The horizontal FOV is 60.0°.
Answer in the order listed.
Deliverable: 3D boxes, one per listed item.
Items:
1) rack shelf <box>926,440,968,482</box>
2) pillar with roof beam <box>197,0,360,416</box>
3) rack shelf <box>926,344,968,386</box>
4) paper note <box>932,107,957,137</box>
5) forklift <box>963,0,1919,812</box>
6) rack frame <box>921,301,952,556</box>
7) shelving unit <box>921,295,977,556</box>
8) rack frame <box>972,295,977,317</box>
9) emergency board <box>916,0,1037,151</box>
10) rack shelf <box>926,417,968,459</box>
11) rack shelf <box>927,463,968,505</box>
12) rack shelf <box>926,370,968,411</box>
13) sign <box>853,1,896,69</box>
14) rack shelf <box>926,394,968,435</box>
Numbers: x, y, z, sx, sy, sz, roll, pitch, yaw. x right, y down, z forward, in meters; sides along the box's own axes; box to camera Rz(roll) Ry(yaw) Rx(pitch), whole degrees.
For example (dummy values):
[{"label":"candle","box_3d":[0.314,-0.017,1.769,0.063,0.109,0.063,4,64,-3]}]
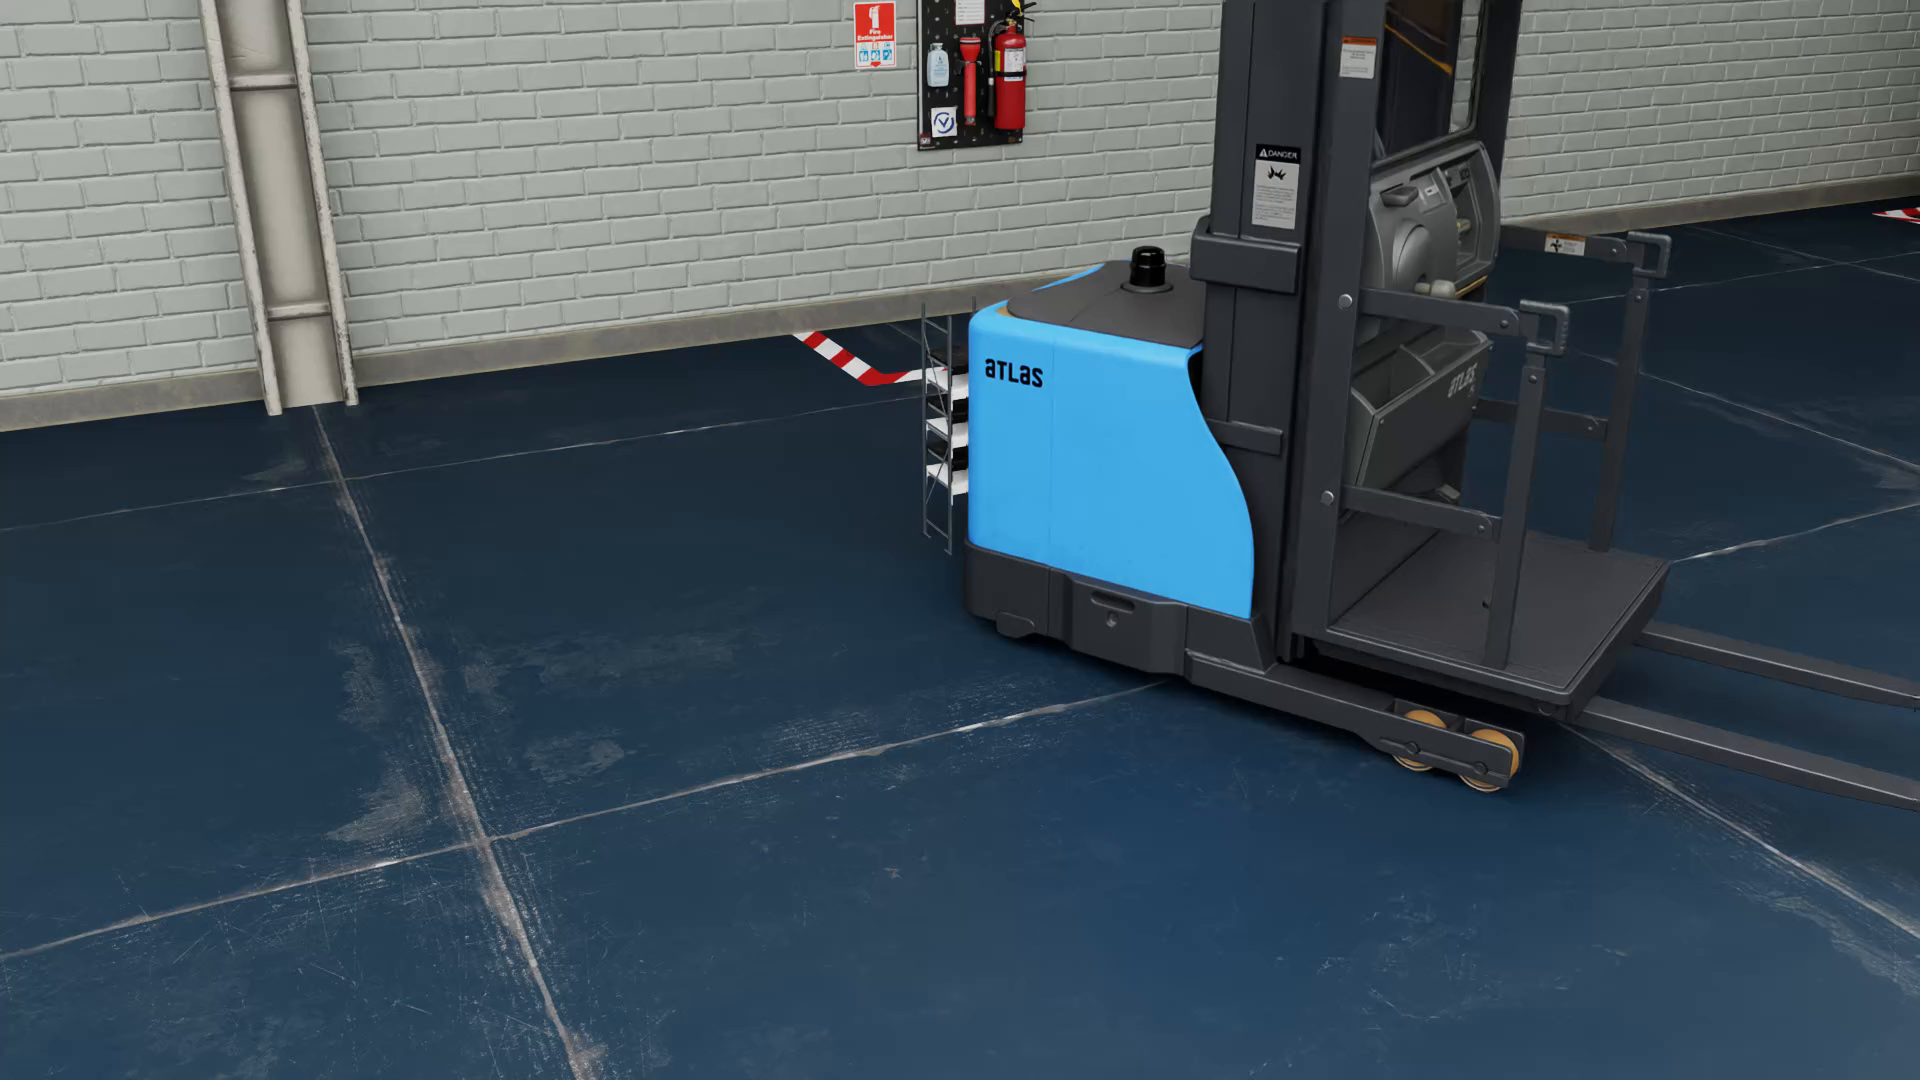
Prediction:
[{"label":"rack shelf","box_3d":[0.007,-0.303,6.128,0.200,0.077,0.258,-10,25,-24]},{"label":"pillar with roof beam","box_3d":[-1.190,-3.330,2.529,0.400,9.000,9.100,-10,25,-24]},{"label":"rack shelf","box_3d":[0.007,-0.636,5.991,0.200,0.077,0.258,-10,25,-24]},{"label":"paper note","box_3d":[-0.083,-2.228,8.861,0.142,0.148,0.016,-10,25,-24]},{"label":"forklift","box_3d":[1.509,-0.893,4.575,3.031,2.935,1.130,15,27,32]},{"label":"rack frame","box_3d":[-0.084,-0.400,6.040,0.006,0.900,0.240,-10,25,-24]},{"label":"shelving unit","box_3d":[0.007,-0.417,6.081,0.210,0.900,0.258,-10,25,-24]},{"label":"rack frame","box_3d":[0.099,-0.434,6.122,0.006,0.900,0.240,-10,25,-24]},{"label":"emergency board","box_3d":[0.106,-2.640,8.706,0.643,1.169,0.194,-10,25,-24]},{"label":"rack shelf","box_3d":[0.007,-0.386,6.094,0.200,0.077,0.258,-10,25,-24]},{"label":"rack shelf","box_3d":[0.007,-0.220,6.163,0.200,0.077,0.258,-10,25,-24]},{"label":"rack shelf","box_3d":[0.007,-0.553,6.025,0.200,0.077,0.258,-10,25,-24]},{"label":"sign","box_3d":[-0.437,-2.601,8.564,0.234,0.329,0.001,-10,25,-24]},{"label":"rack shelf","box_3d":[0.007,-0.469,6.059,0.200,0.077,0.258,-10,25,-24]}]
